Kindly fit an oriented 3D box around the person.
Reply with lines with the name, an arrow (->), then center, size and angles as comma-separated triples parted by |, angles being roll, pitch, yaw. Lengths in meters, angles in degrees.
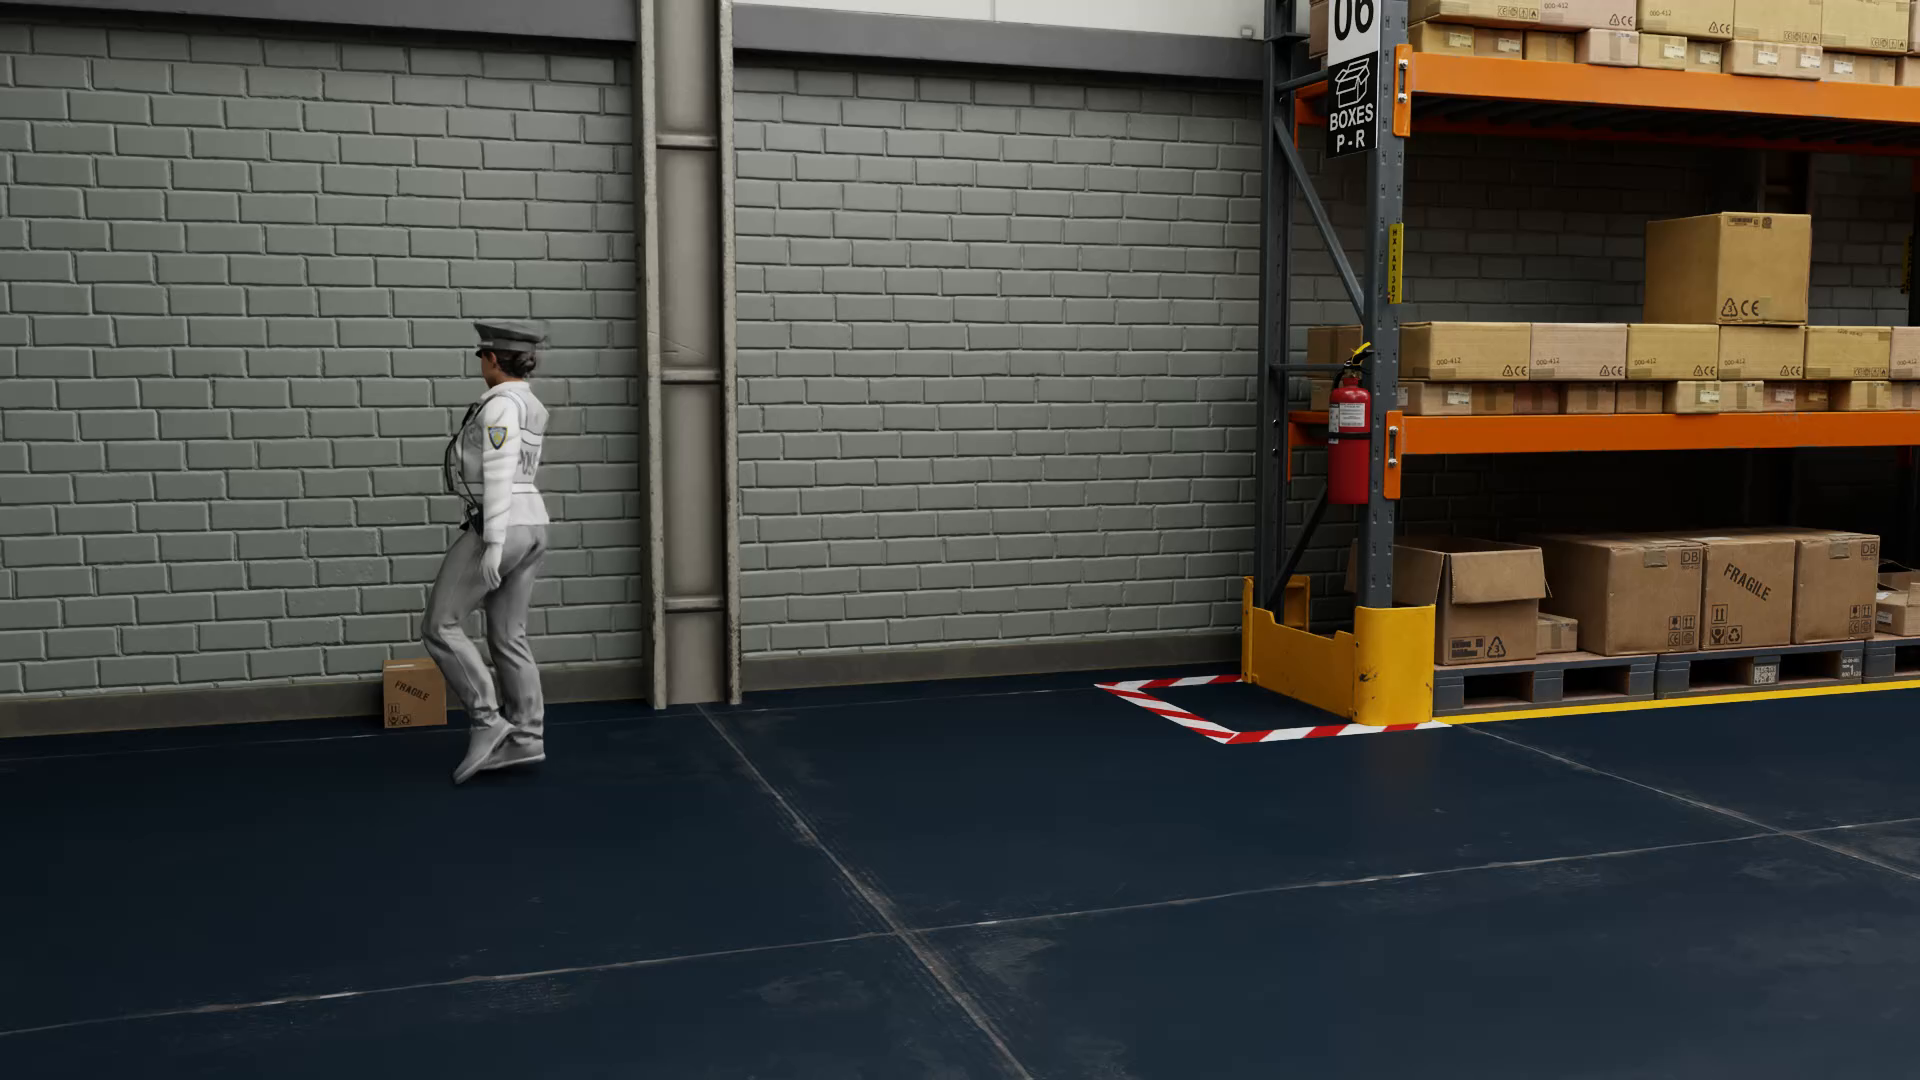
person -> -1.756, 0.030, 6.181 | 0.425, 1.676, 0.571 | 0, 6, 4
